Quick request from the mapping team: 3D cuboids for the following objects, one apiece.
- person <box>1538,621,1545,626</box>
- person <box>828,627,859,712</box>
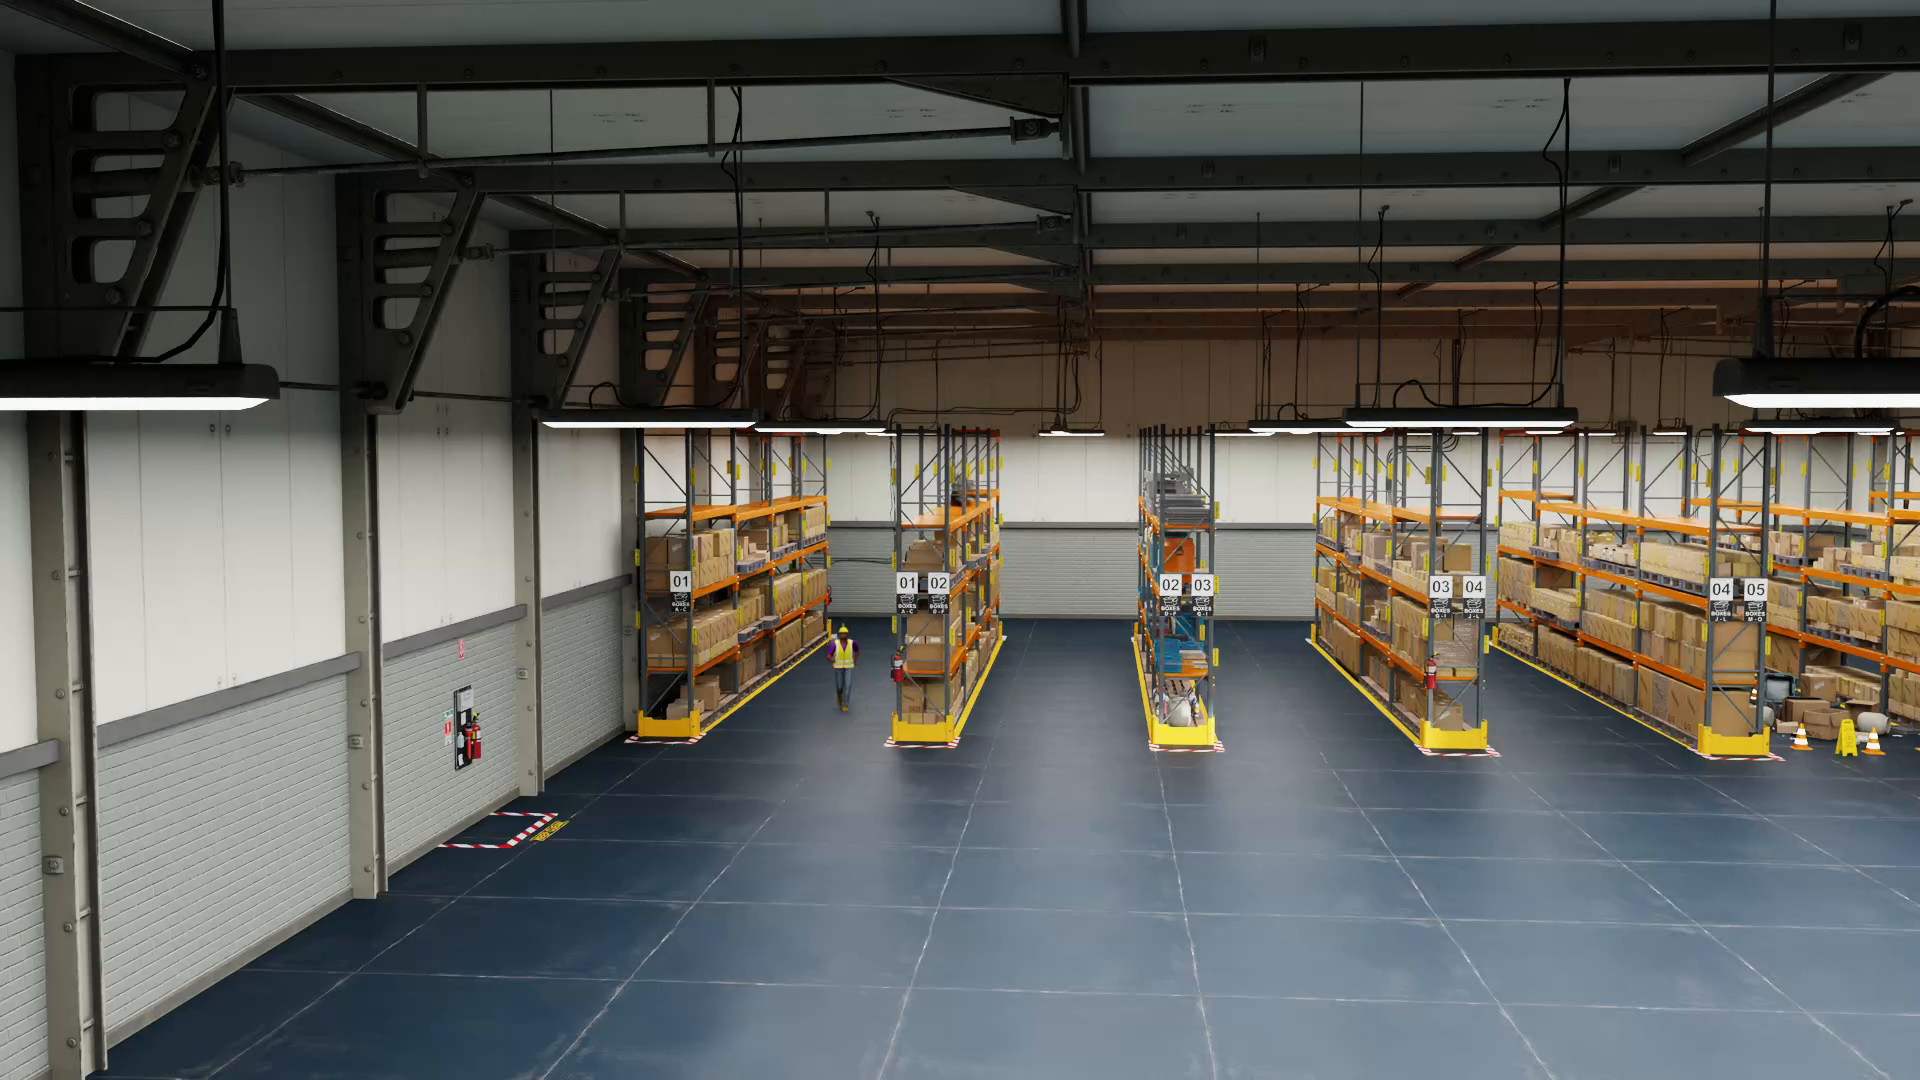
[{"bbox_3d":[16.377,2.016,47.273,0.665,1.651,0.521,-2,4,-33],"label":"person"},{"bbox_3d":[-2.450,2.705,35.055,0.673,1.752,0.923,0,4,-7],"label":"person"}]
